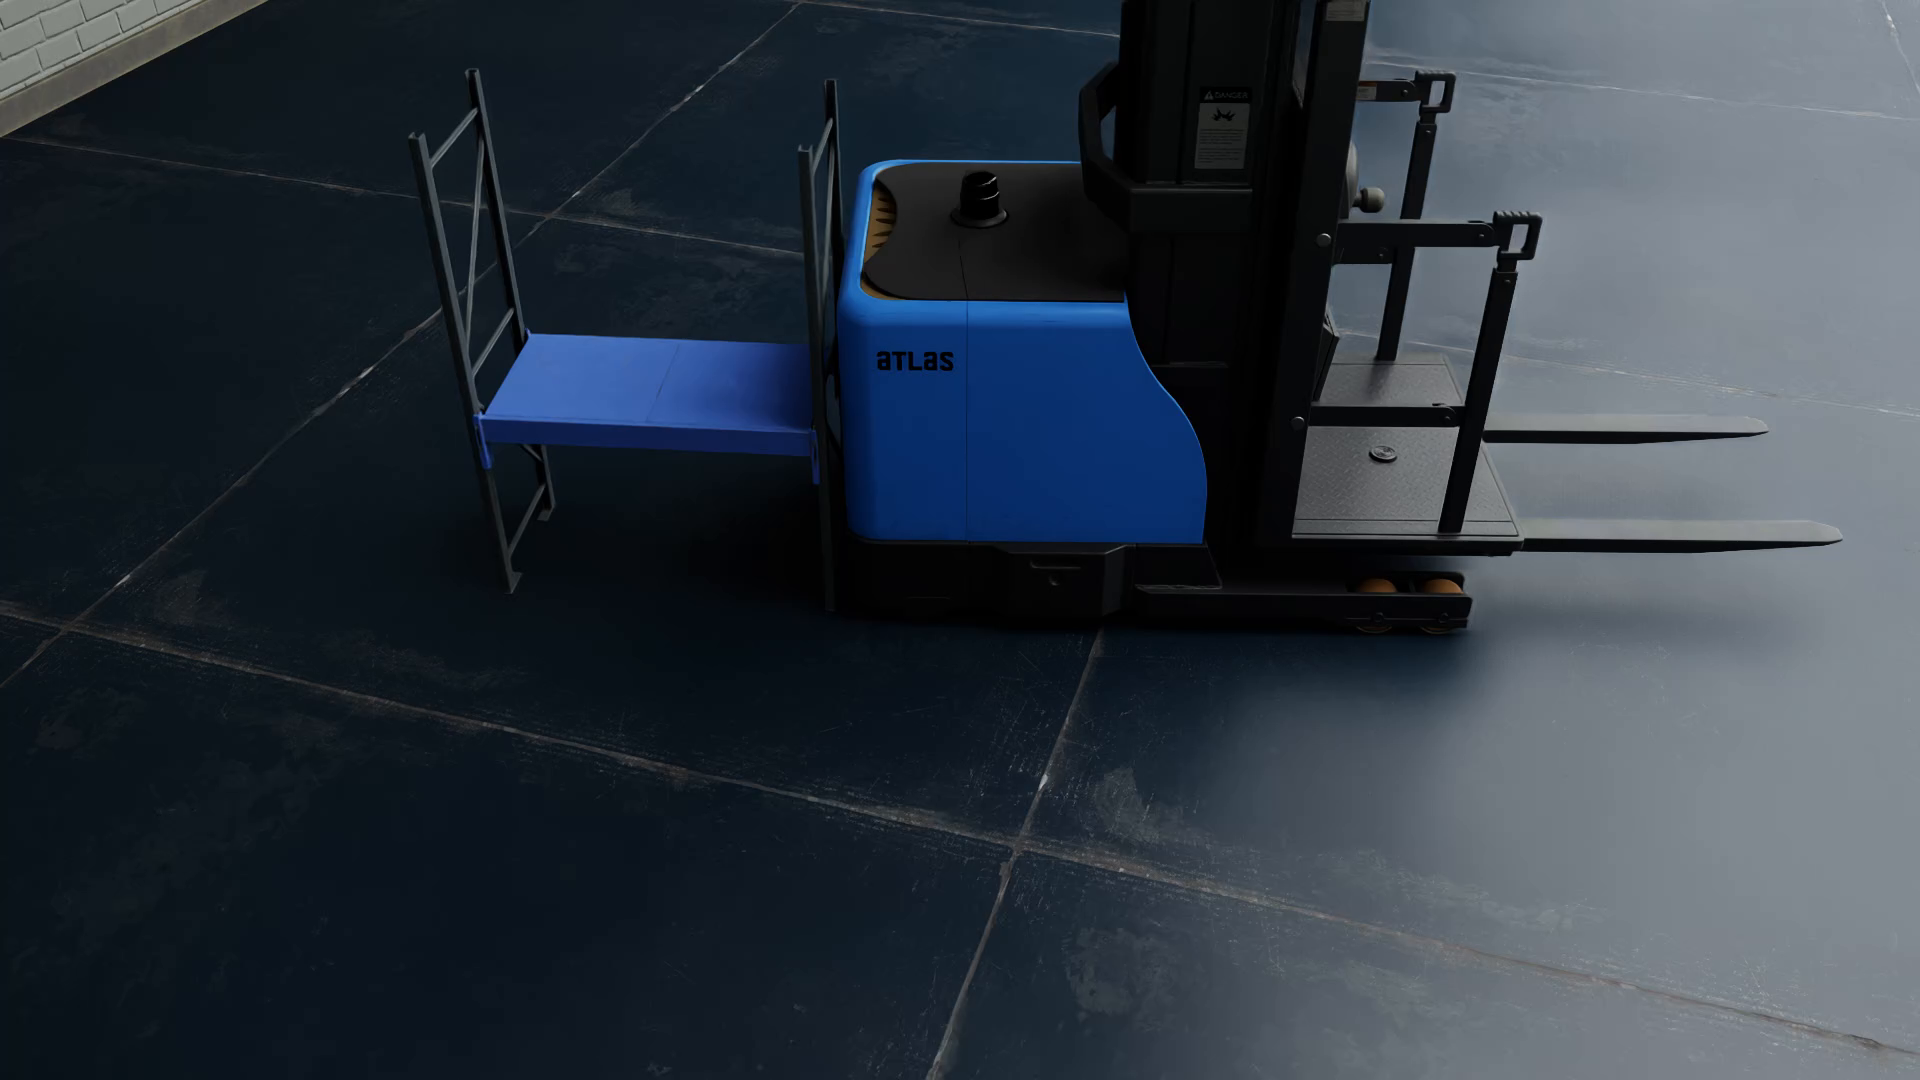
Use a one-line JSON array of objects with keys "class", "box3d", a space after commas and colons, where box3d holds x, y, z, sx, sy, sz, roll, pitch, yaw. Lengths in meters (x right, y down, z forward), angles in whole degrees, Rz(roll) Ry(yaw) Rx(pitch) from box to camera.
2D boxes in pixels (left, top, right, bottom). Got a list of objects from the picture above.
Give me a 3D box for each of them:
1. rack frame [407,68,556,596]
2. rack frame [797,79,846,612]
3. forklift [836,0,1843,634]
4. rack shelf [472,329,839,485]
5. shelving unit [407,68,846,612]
[{"class": "rack frame", "box3d": [-1.392, -0.579, 4.935, 0.032, 1.500, 0.500, 3, 36, 4]}, {"class": "rack frame", "box3d": [-0.378, -0.531, 4.869, 0.032, 1.500, 0.500, 3, 36, 4]}, {"class": "forklift", "box3d": [1.172, -1.216, 4.594, 3.031, 2.935, 1.130, 1, 36, 1]}, {"class": "rack shelf", "box3d": [-0.885, -0.410, 5.009, 1.000, 0.185, 0.538, 3, 36, 4]}, {"class": "shelving unit", "box3d": [-0.885, -0.555, 4.902, 1.048, 1.500, 0.538, 3, 36, 4]}]
